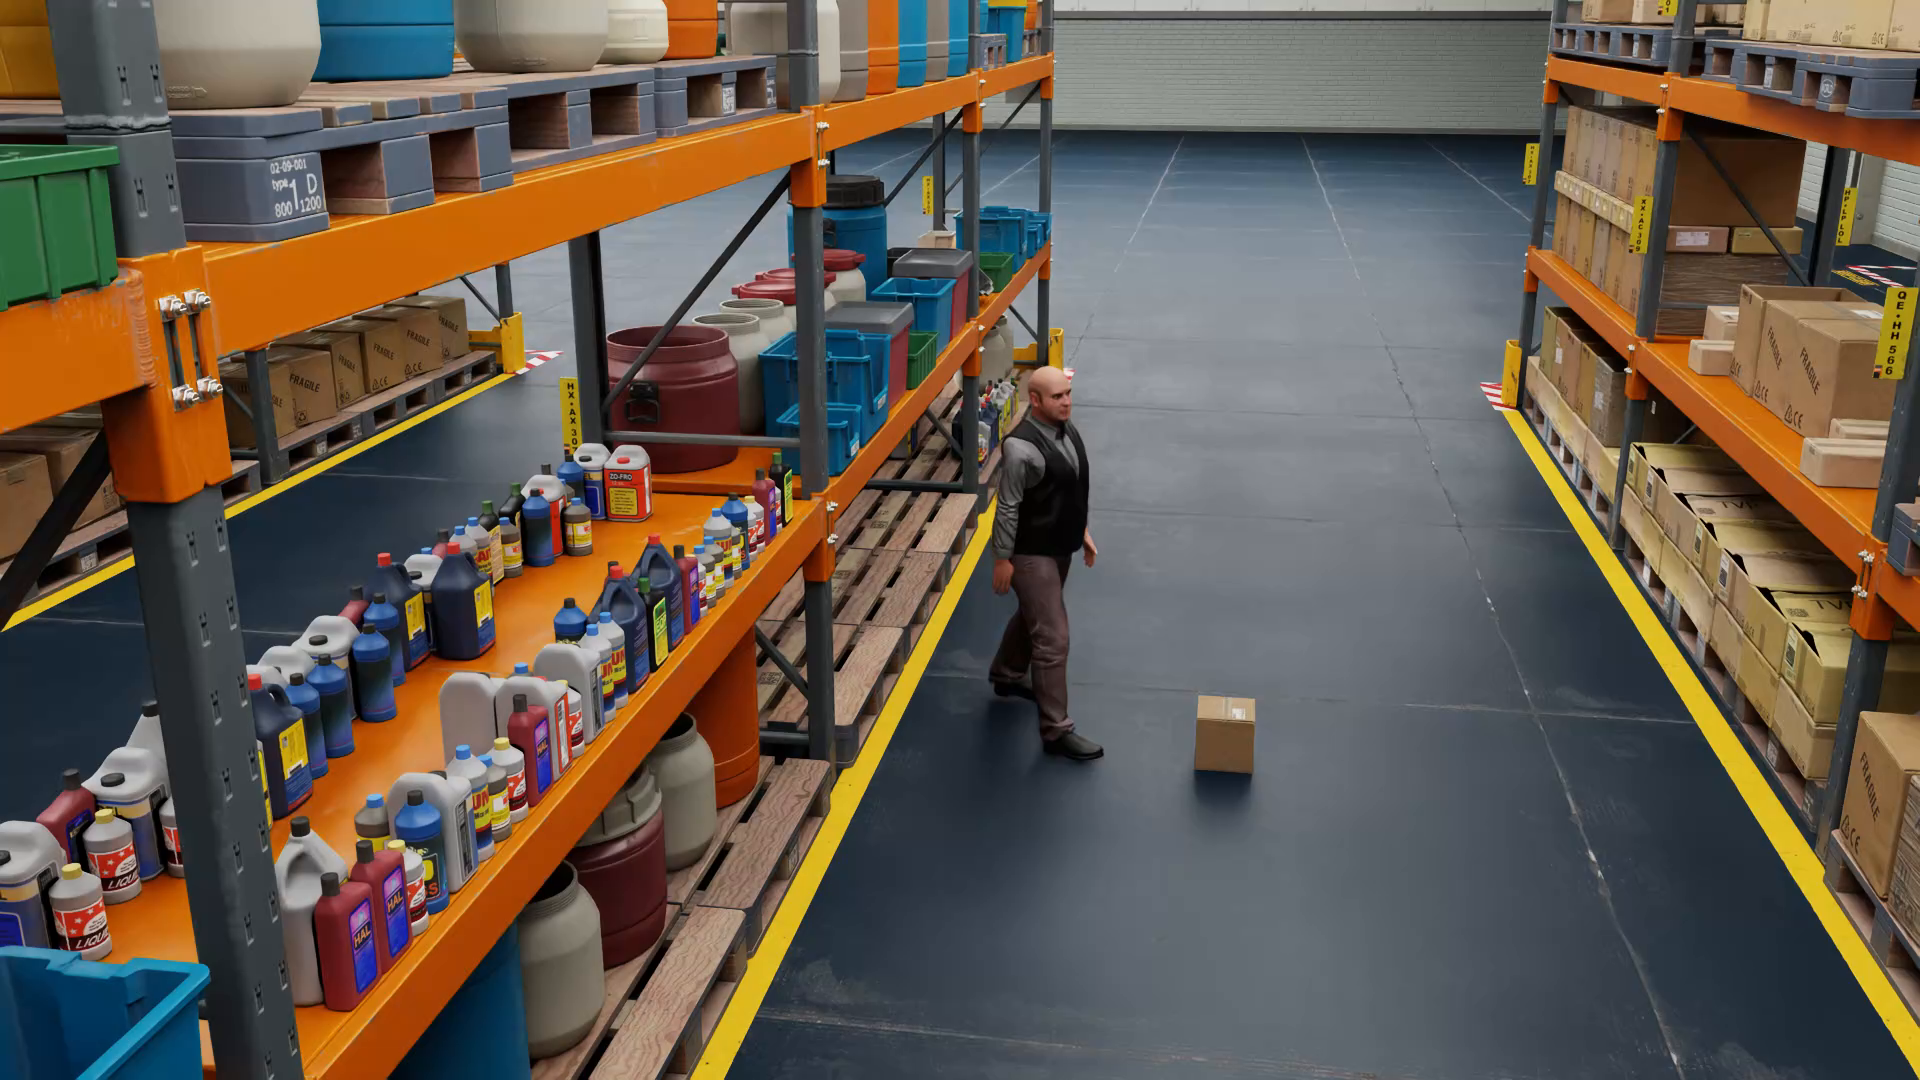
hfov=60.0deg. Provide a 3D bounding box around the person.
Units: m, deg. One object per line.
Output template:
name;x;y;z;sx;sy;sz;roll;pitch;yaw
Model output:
person;0.400;0.053;7.444;0.801;1.688;0.654;9;20;27
